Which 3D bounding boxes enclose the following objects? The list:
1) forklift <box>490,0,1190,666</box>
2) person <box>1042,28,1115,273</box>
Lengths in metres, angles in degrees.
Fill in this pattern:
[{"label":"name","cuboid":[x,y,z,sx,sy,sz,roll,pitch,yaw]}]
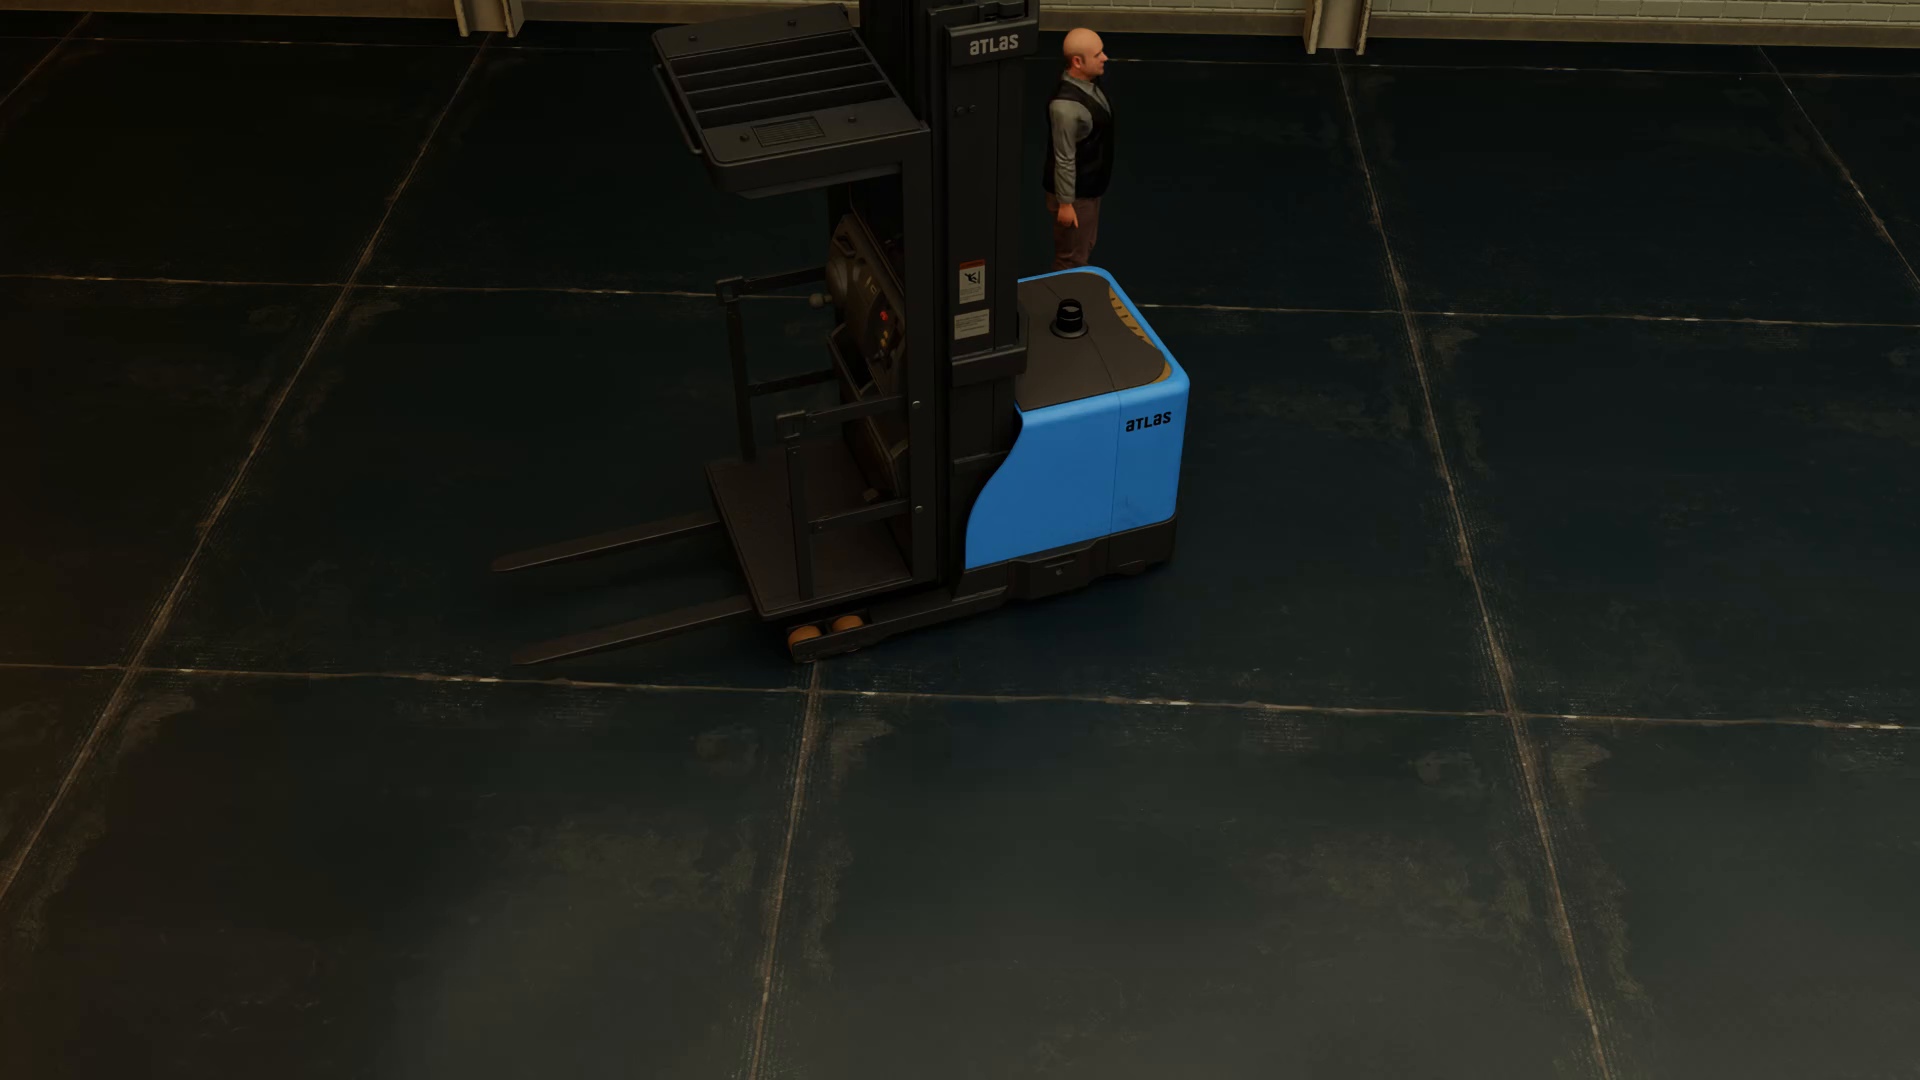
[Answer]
[{"label":"forklift","cuboid":[-0.573,-0.945,6.778,3.031,2.935,1.130,-13,44,-14]},{"label":"person","cuboid":[0.609,-1.841,8.657,0.356,1.725,0.544,7,43,8]}]
